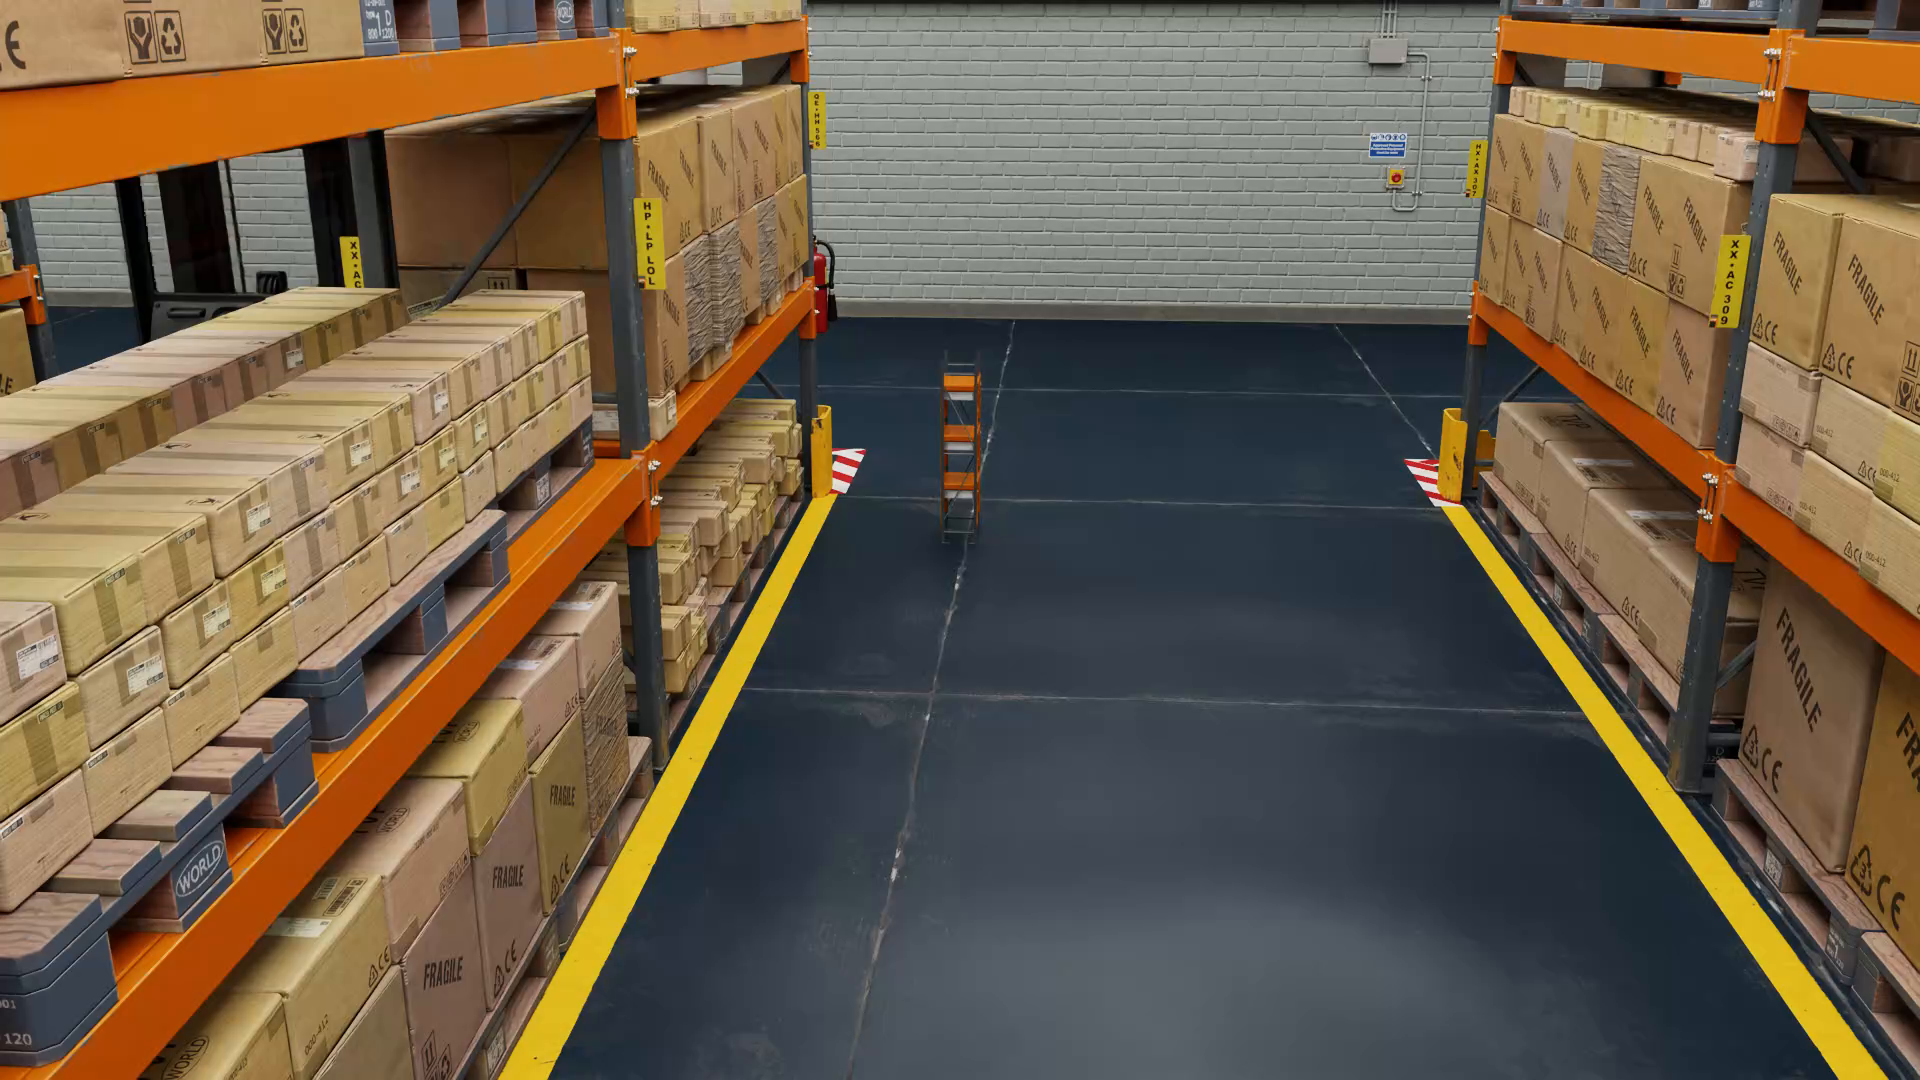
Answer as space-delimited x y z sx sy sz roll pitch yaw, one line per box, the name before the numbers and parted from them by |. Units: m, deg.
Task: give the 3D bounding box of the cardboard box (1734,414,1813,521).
cardboard box | 2.976 -0.249 5.606 0.500 0.250 0.500 1 18 3

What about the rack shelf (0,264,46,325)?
rack shelf | -6.470 -0.951 8.664 1.077 0.370 4.000 1 18 4

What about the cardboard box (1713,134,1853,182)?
cardboard box | 2.975 -1.384 6.023 0.380 0.149 0.250 1 18 3

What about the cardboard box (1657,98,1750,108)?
cardboard box | 3.654 -2.090 8.175 0.380 0.149 0.250 1 18 3

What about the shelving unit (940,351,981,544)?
shelving unit | 0.004 -0.516 9.310 0.215 1.050 0.252 1 18 4

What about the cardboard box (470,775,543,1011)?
cardboard box | -1.554 1.013 4.856 0.500 0.500 0.500 1 18 3

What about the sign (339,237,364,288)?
sign | -2.215 -0.951 6.118 0.100 0.325 0.005 1 18 4

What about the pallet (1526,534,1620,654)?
pallet | 3.488 0.260 8.290 1.003 0.211 1.213 1 18 4

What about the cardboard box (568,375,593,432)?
cardboard box | -1.505 -0.482 5.807 0.380 0.149 0.250 1 18 3

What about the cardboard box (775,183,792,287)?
cardboard box | -1.205 -1.656 9.021 0.500 0.500 0.500 1 18 3

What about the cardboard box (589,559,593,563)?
cardboard box | -1.822 -0.010 7.585 0.380 0.149 0.250 2 18 6

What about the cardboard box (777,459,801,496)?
cardboard box | -1.134 -0.367 9.629 0.380 0.149 0.250 2 18 6

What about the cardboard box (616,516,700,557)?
cardboard box | -1.399 -0.005 7.570 0.380 0.149 0.250 1 18 2

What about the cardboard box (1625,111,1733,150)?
cardboard box | 3.130 -1.780 7.230 0.380 0.149 0.250 1 18 3

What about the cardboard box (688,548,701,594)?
cardboard box | -1.396 0.138 7.612 0.380 0.149 0.250 0 18 1

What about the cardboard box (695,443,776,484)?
cardboard box | -1.185 -0.406 8.793 0.380 0.149 0.250 2 18 6

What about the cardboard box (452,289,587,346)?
cardboard box | -1.508 -0.764 5.710 0.380 0.149 0.250 2 18 6

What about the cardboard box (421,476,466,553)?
cardboard box | -1.595 -0.078 4.571 0.380 0.149 0.250 2 18 6

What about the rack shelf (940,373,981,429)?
rack shelf | 0.004 -0.775 9.225 0.215 0.259 0.240 1 18 4

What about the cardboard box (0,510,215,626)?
cardboard box | -1.695 0.051 3.224 0.380 0.149 0.250 1 18 4

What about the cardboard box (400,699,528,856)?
cardboard box | -1.549 0.663 4.718 0.500 0.250 0.500 0 18 1

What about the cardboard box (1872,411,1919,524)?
cardboard box | 2.886 -0.168 4.556 0.500 0.250 0.500 2 18 5

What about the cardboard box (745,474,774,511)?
cardboard box | -1.200 -0.265 8.842 0.380 0.149 0.250 2 18 5

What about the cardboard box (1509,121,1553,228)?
cardboard box | 3.209 -1.912 8.676 0.500 0.500 0.500 1 18 2

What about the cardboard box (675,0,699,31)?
cardboard box | -1.350 -2.178 6.675 0.500 0.250 0.500 1 18 3

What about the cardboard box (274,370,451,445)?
cardboard box | -1.602 -0.359 4.475 0.380 0.149 0.250 0 18 1

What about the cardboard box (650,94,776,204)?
cardboard box | -1.236 -1.969 8.372 0.500 0.500 0.500 2 18 7

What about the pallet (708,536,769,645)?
pallet | -1.576 0.206 8.455 1.003 0.211 1.213 1 18 4

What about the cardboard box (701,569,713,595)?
cardboard box | -1.389 0.194 7.917 0.380 0.149 0.250 1 18 2

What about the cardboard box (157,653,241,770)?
cardboard box | -1.689 0.331 3.325 0.380 0.149 0.250 2 18 7

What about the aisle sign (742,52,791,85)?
aisle sign | -1.082 -3.023 9.658 0.394 0.787 0.004 1 18 4

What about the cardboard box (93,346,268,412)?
cardboard box | -2.234 -0.457 4.775 0.380 0.149 0.250 1 18 3

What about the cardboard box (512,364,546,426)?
cardboard box | -1.544 -0.465 5.275 0.380 0.149 0.250 2 18 6

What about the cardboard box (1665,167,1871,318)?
cardboard box | 3.029 -1.126 6.276 0.500 0.500 0.500 1 18 3

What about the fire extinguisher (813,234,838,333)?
fire extinguisher | -0.909 -1.626 10.291 0.296 0.674 0.183 1 18 4

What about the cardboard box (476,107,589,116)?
cardboard box | -1.827 -1.665 7.444 0.500 0.500 0.500 2 18 5

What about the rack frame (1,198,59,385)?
rack frame | -6.327 -1.914 10.448 1.000 3.000 0.127 1 18 4

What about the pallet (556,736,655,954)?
pallet | -1.728 1.037 5.919 1.003 0.211 1.213 1 18 4

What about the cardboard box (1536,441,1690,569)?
cardboard box | 3.553 -0.183 8.606 0.875 0.438 0.875 2 18 5

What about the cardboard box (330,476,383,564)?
cardboard box | -1.635 -0.055 4.024 0.380 0.149 0.250 1 18 3

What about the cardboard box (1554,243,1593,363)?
cardboard box | 3.155 -1.127 7.883 0.500 0.500 0.500 2 18 6

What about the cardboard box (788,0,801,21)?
cardboard box | -1.156 -2.979 9.121 0.500 0.250 0.500 1 18 3

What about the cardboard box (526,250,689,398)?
cardboard box | -1.387 -0.867 6.613 0.500 0.500 0.500 1 18 3

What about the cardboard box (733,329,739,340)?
cardboard box | -1.311 -1.064 8.257 0.380 0.149 0.250 2 18 5

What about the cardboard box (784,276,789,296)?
cardboard box | -1.184 -1.469 9.492 0.380 0.149 0.250 1 18 4

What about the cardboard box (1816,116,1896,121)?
cardboard box | 3.658 -1.692 6.961 0.380 0.149 0.250 1 18 2

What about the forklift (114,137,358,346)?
forklift | -3.284 -0.898 7.457 1.130 2.935 3.031 2 18 5

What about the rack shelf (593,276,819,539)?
rack shelf | -1.530 -0.809 8.230 1.077 0.370 4.000 1 18 4

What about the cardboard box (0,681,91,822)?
cardboard box | -1.726 0.345 2.803 0.380 0.149 0.250 2 18 6

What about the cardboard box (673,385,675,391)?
cardboard box | -1.416 -0.657 7.014 0.380 0.149 0.250 0 18 1

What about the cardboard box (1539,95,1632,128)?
cardboard box | 3.174 -2.177 8.440 0.380 0.149 0.250 1 18 2

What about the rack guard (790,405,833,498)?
rack guard | -1.392 -0.561 10.331 1.175 0.500 0.348 1 18 4
